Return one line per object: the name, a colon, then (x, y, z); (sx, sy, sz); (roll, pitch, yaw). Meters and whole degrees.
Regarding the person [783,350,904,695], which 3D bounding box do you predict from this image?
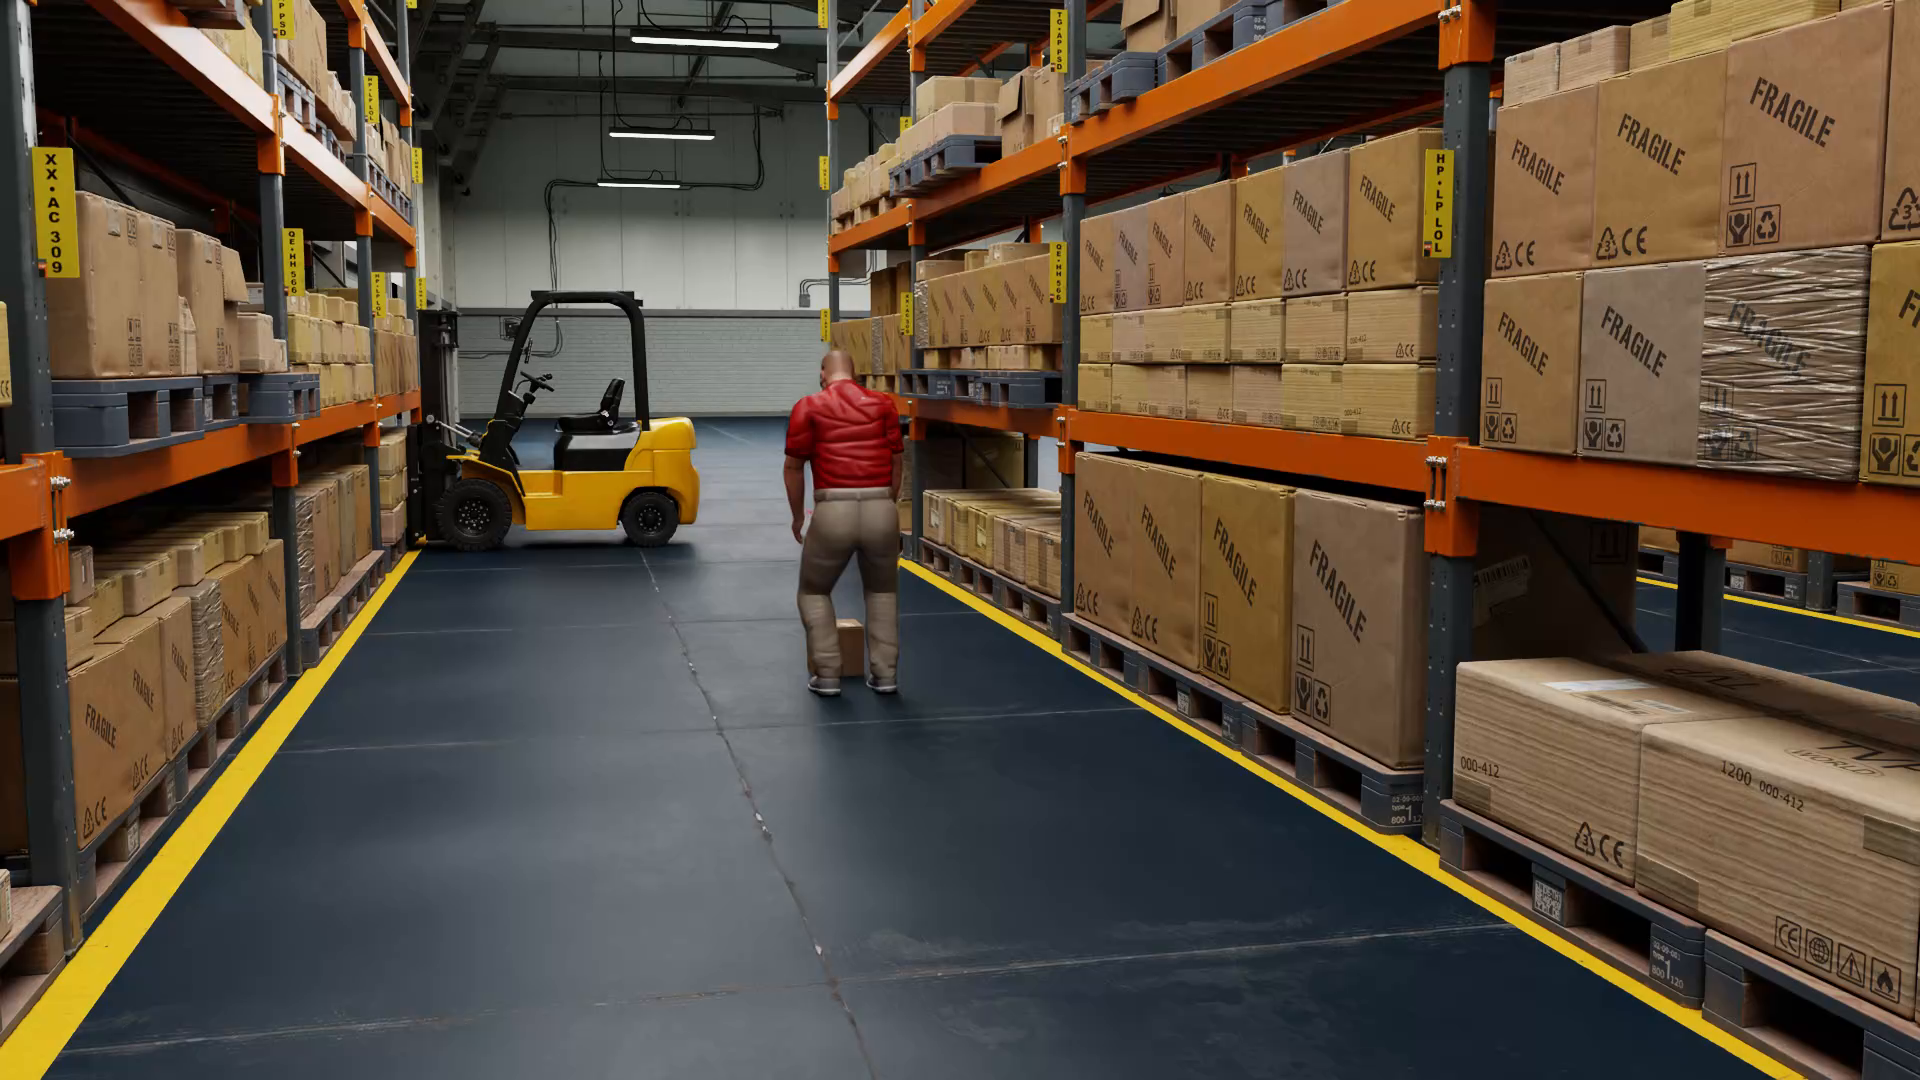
person: (-0.542, -0.079, 7.843); (0.571, 1.620, 0.503); (-1, 6, -12)
